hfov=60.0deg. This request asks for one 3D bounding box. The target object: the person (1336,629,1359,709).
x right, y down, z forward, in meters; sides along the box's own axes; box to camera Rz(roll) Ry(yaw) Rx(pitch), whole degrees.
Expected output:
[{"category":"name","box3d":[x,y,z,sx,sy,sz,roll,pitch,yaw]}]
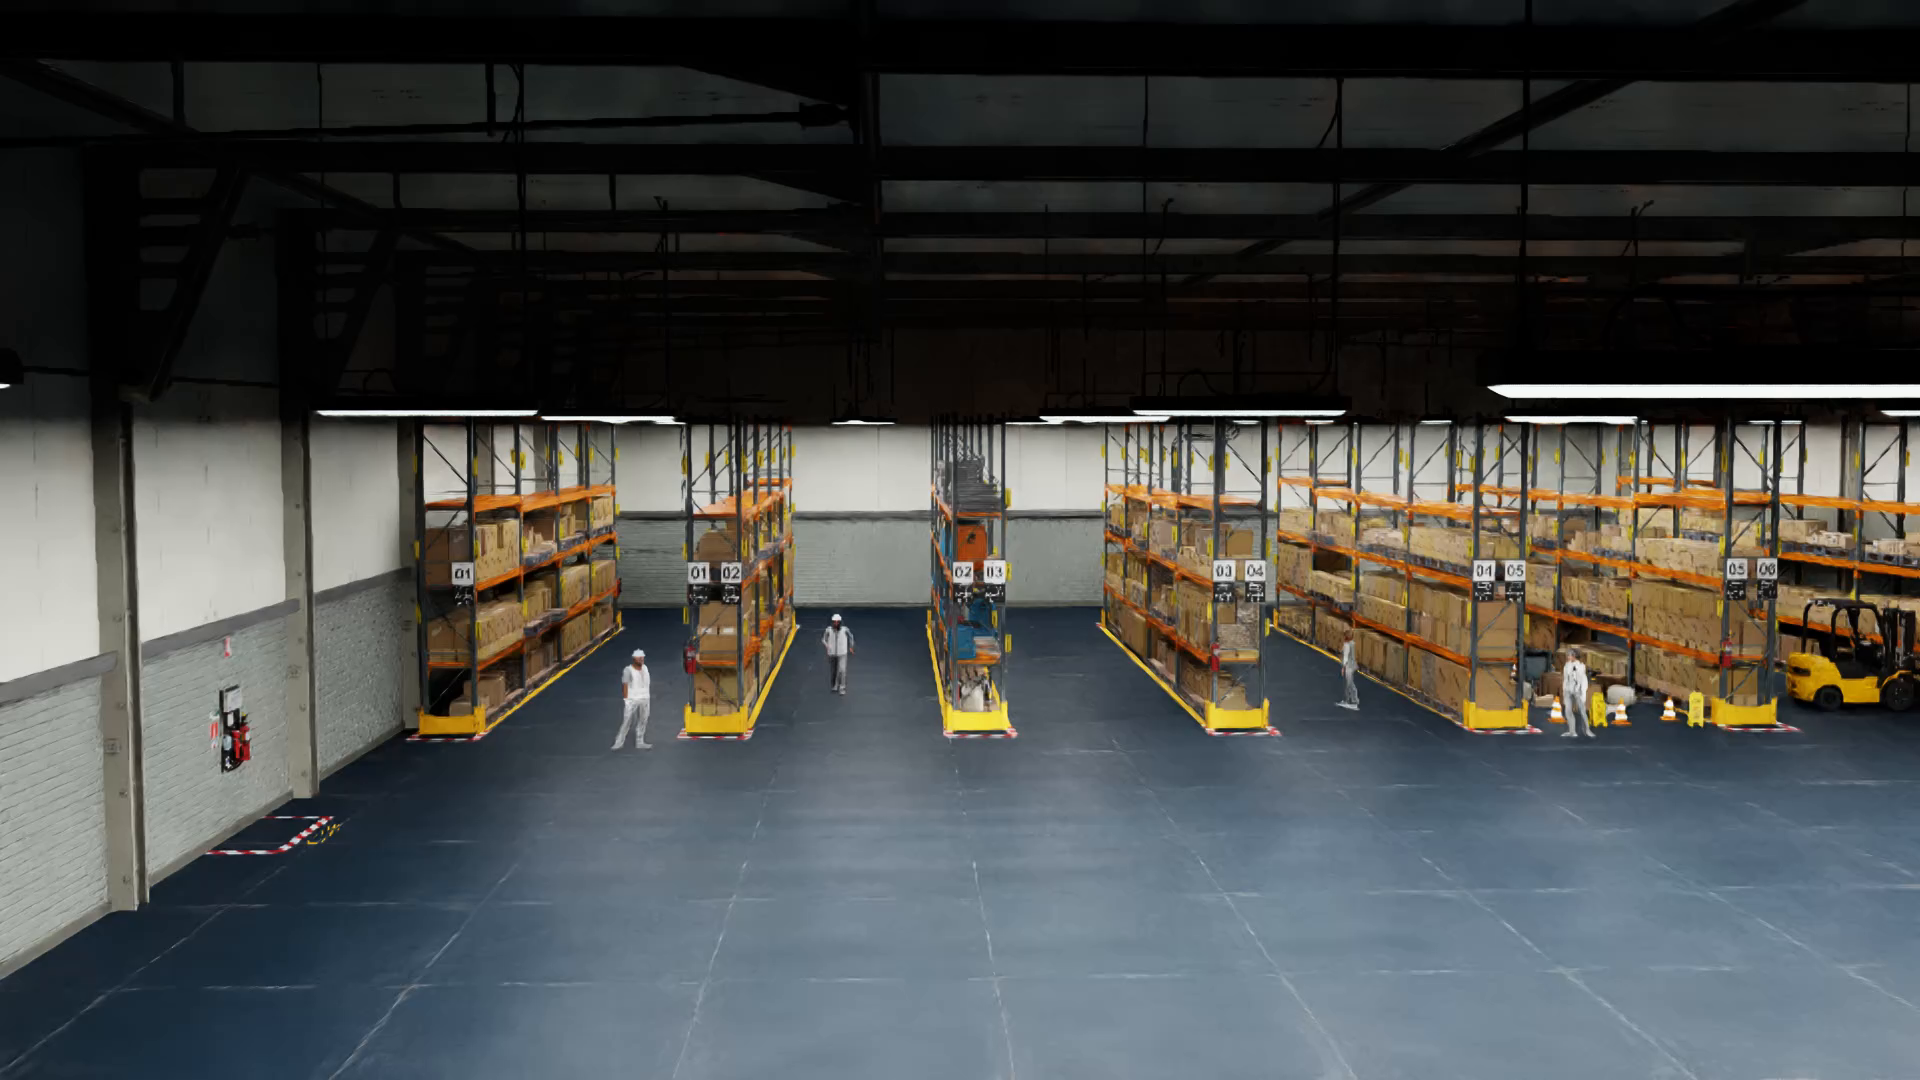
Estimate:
[{"category":"person","box3d":[7.886,2.613,33.803,0.522,1.591,0.523,2,4,28]}]

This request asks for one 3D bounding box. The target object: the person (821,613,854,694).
[{"category":"person","box3d":[-2.644,2.426,35.884,0.680,1.709,0.866,0,4,3]}]

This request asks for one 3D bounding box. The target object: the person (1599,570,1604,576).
[{"category":"person","box3d":[17.985,1.695,46.967,0.515,1.632,0.625,0,4,-7]}]

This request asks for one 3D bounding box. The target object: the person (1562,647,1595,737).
[{"category":"person","box3d":[11.407,2.808,30.729,0.512,1.665,0.567,-2,4,-30]}]

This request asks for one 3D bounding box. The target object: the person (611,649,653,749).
[{"category":"person","box3d":[-5.845,2.829,29.508,0.469,1.781,0.720,4,5,45]}]
